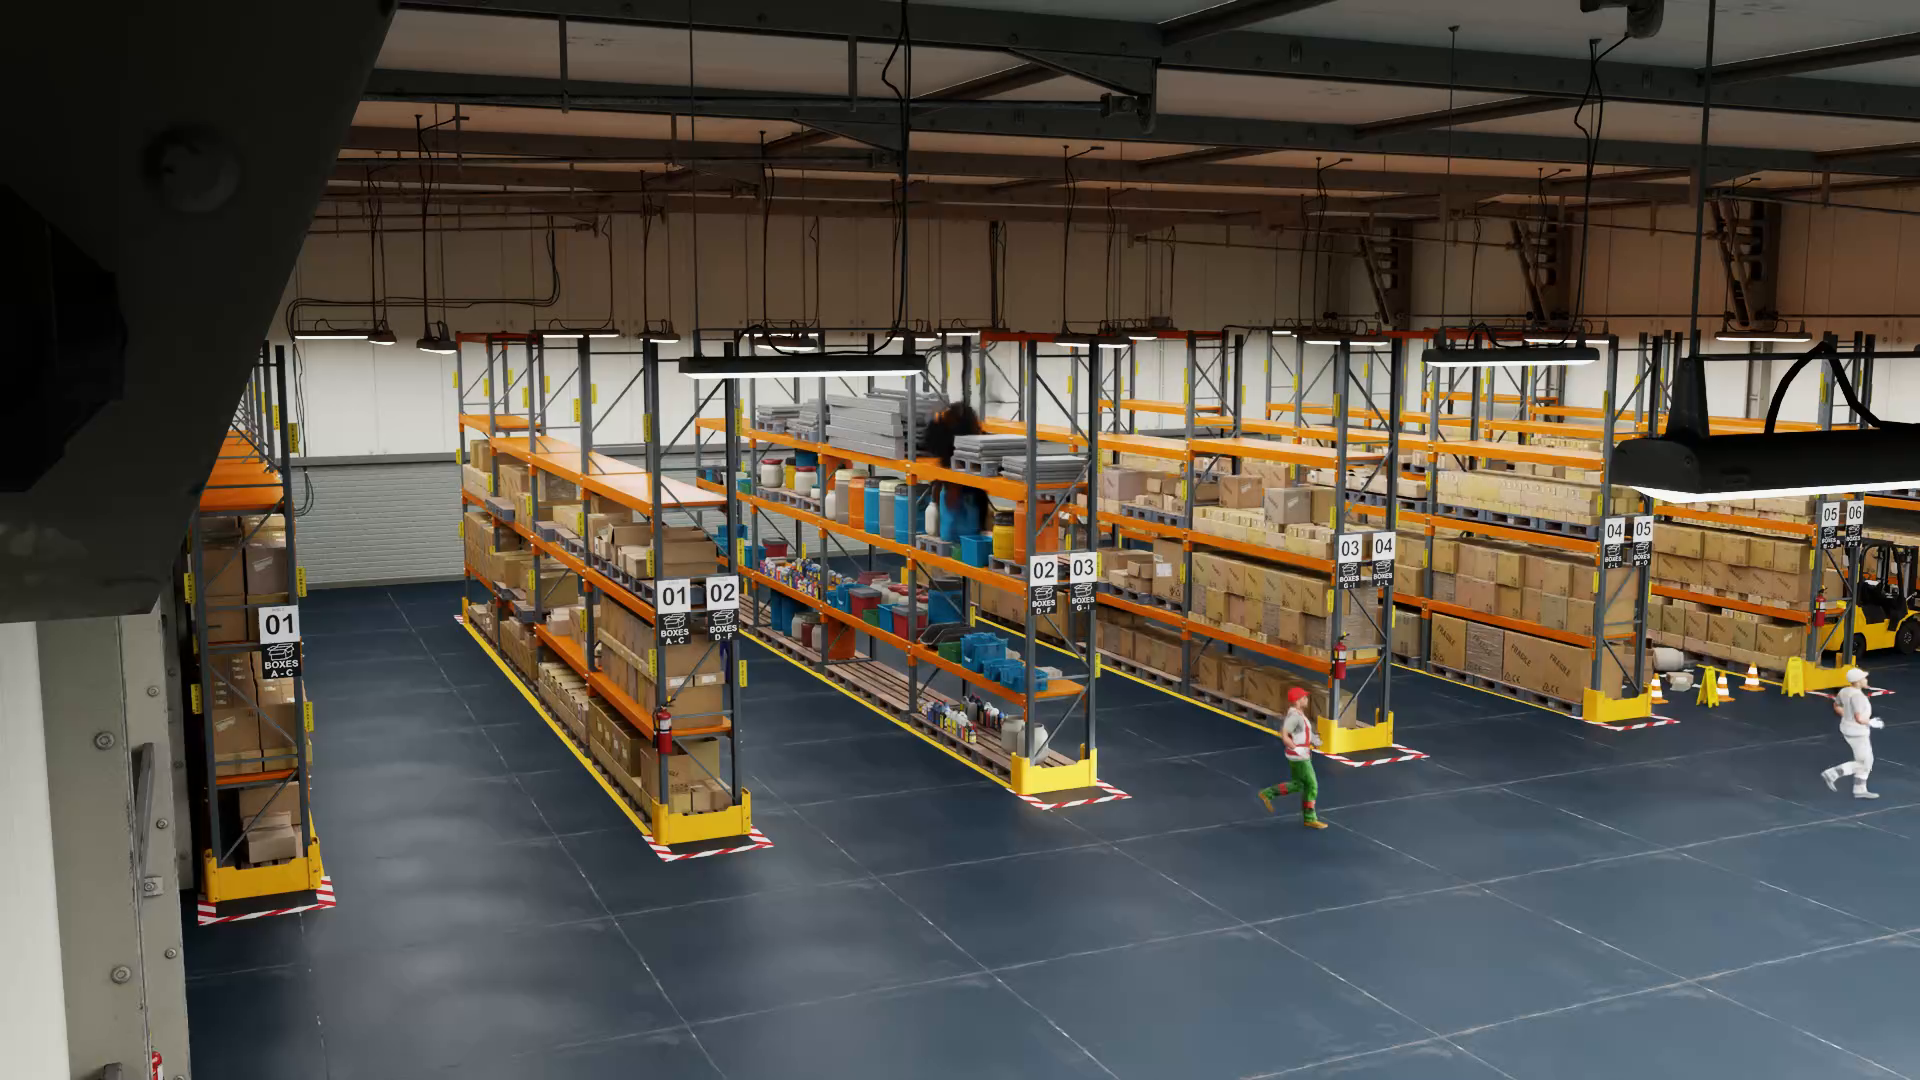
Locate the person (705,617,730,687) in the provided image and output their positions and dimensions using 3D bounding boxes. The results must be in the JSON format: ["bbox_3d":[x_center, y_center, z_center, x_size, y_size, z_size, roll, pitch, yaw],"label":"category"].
[{"bbox_3d":[-4.113,1.680,28.689,0.607,1.648,0.841,-5,9,-35],"label":"person"}]

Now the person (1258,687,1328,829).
[{"bbox_3d":[4.142,2.696,20.625,0.872,1.778,0.655,1,8,9],"label":"person"}]

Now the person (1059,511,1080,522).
[{"bbox_3d":[2.622,-0.062,41.410,0.699,1.708,0.771,-4,9,-30],"label":"person"}]

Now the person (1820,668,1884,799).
[{"bbox_3d":[11.703,2.537,21.815,0.762,1.745,0.661,1,8,9],"label":"person"}]
